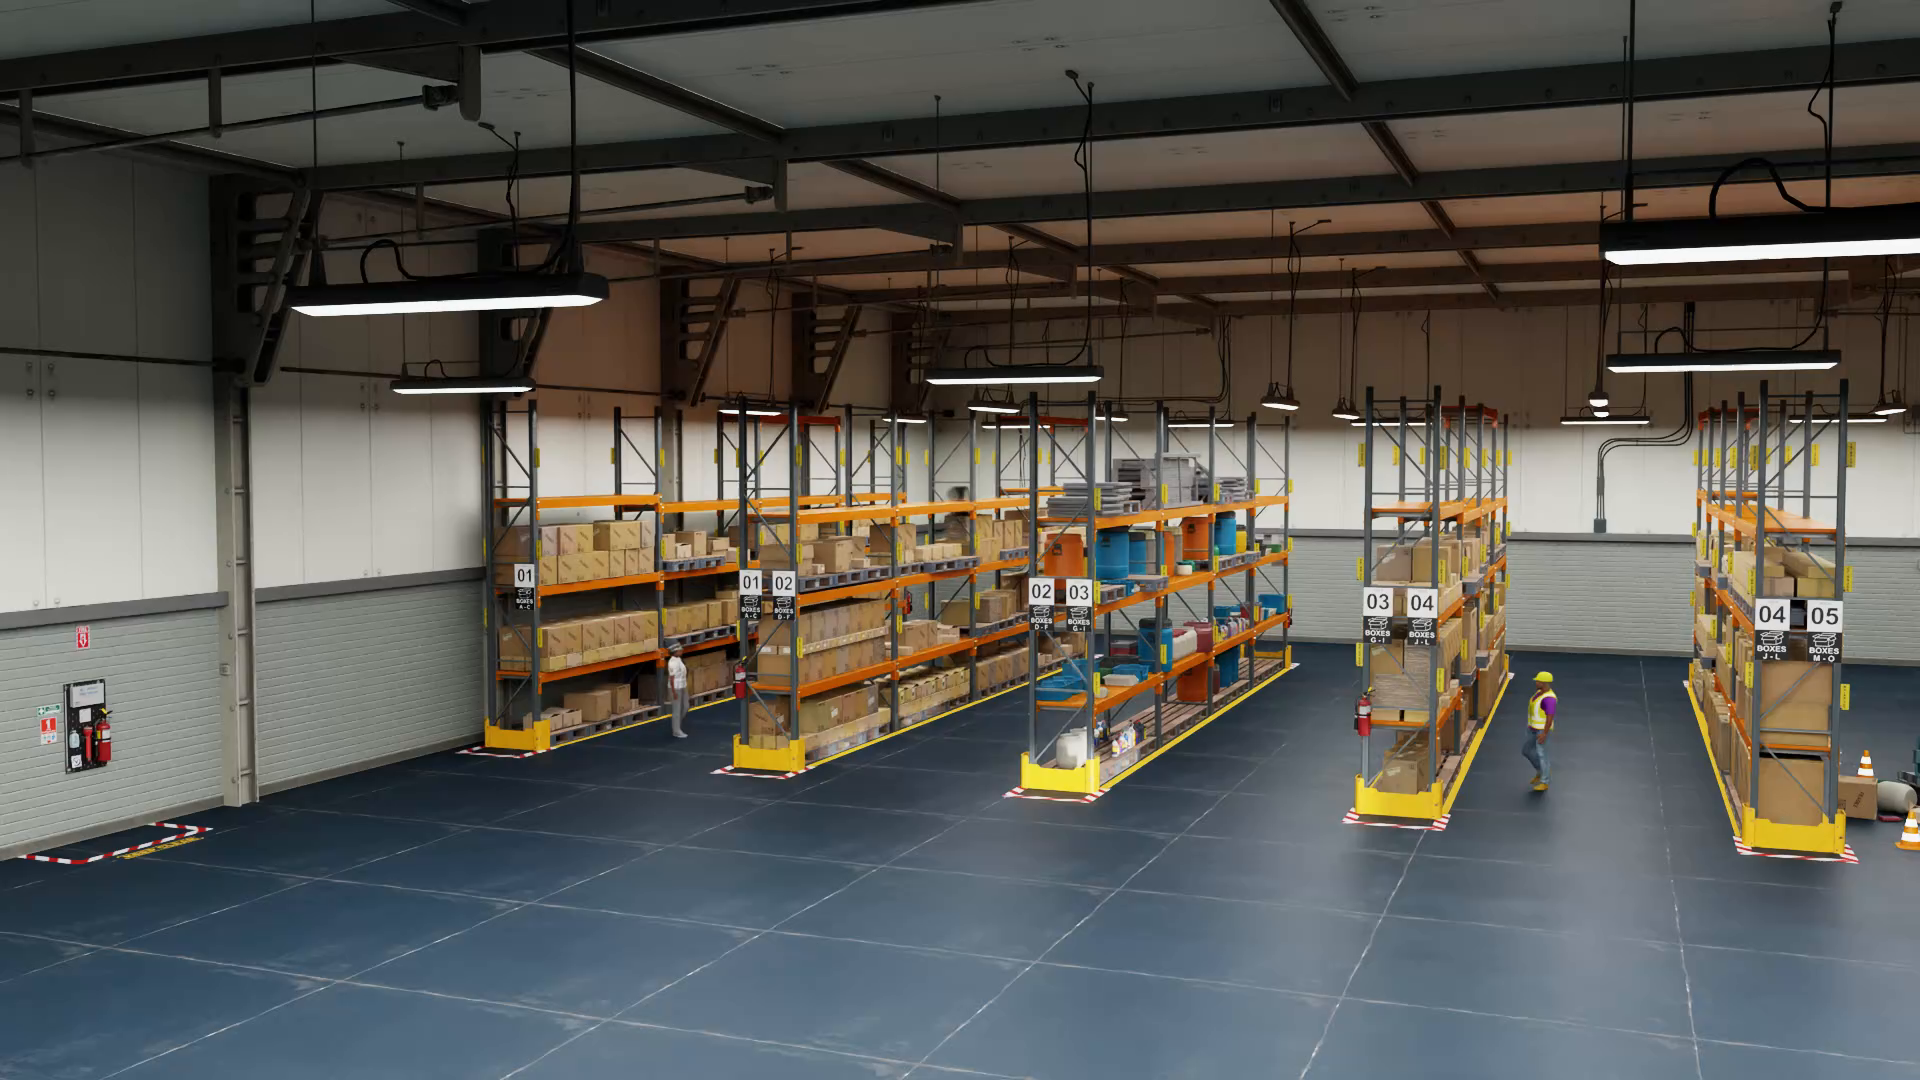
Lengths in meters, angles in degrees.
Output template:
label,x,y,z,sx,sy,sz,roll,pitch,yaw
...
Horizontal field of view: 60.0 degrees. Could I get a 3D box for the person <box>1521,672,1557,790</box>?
label,x,y,z,sx,sy,sz,roll,pitch,yaw
person,8.792,2.868,25.188,0.468,1.765,0.663,-1,3,-12

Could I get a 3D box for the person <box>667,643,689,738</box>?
label,x,y,z,sx,sy,sz,roll,pitch,yaw
person,-5.085,2.693,29.949,0.475,1.704,0.519,1,3,15
